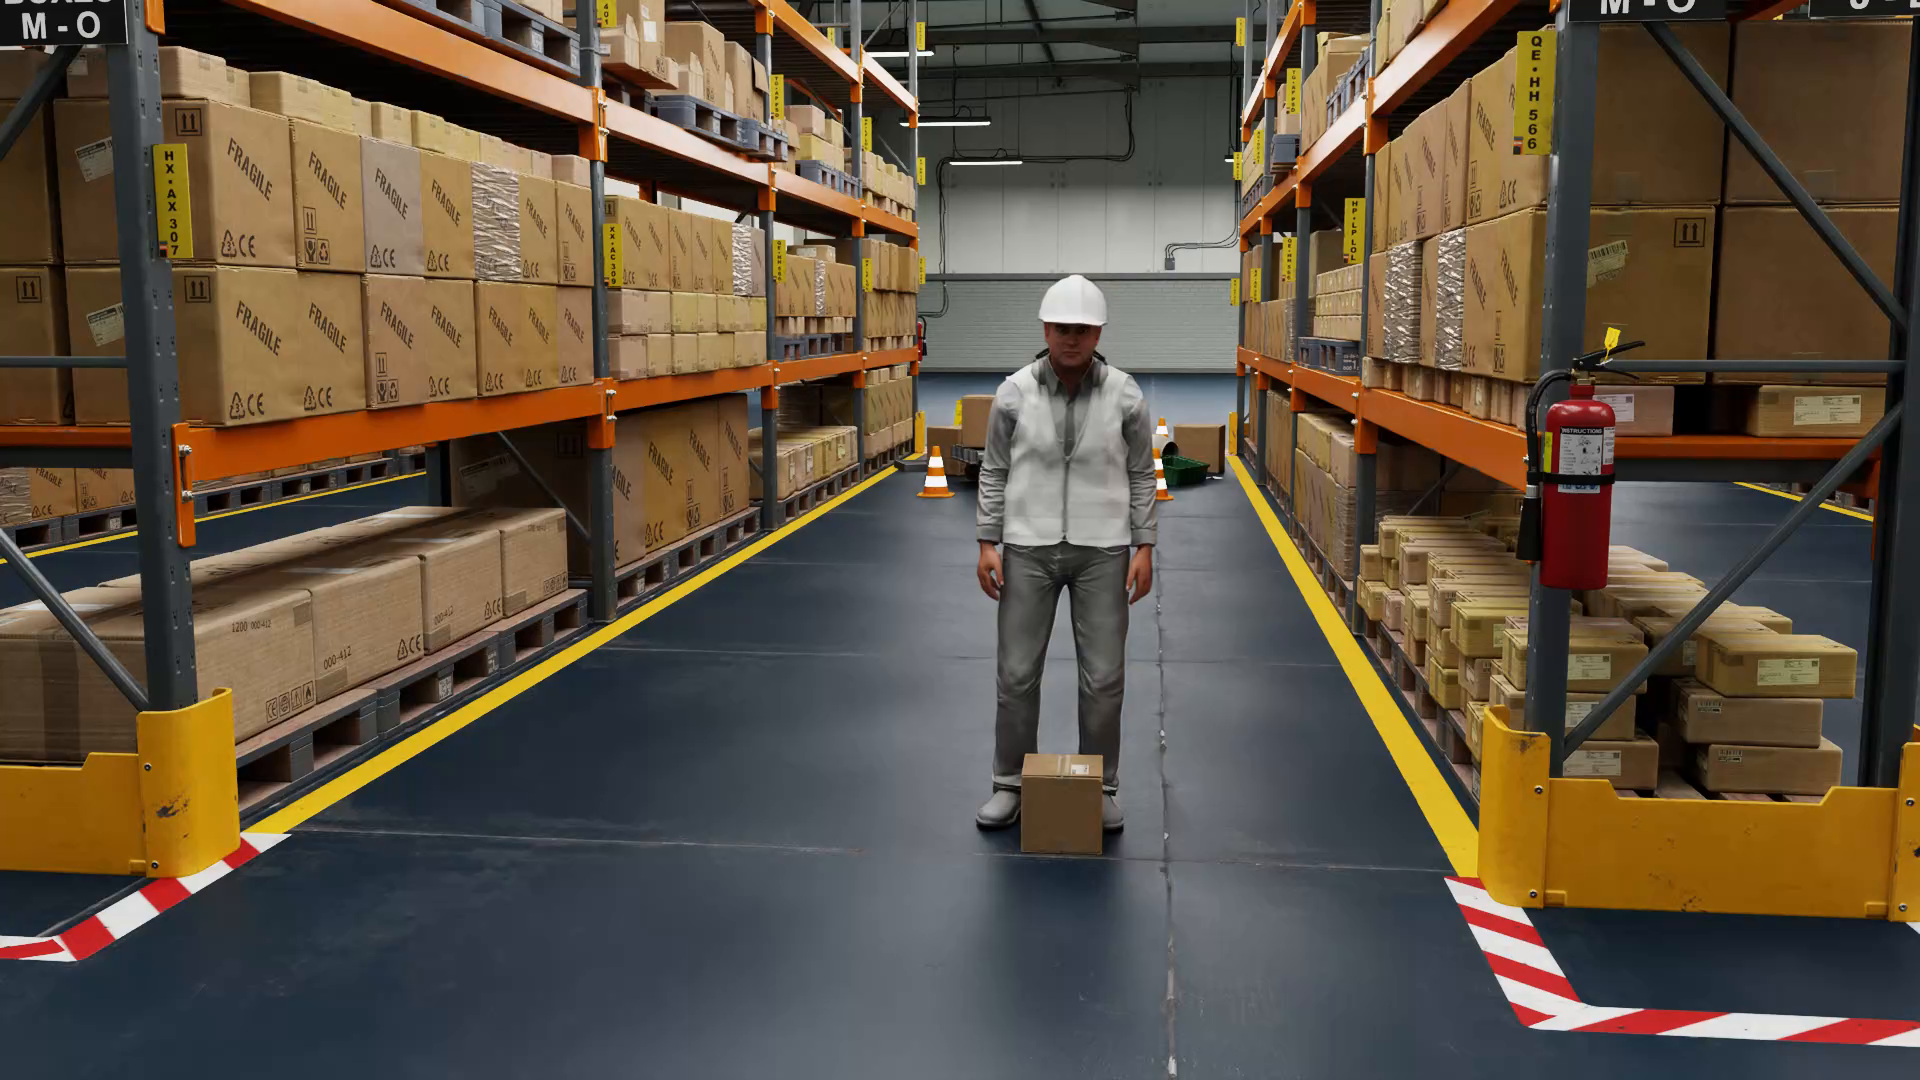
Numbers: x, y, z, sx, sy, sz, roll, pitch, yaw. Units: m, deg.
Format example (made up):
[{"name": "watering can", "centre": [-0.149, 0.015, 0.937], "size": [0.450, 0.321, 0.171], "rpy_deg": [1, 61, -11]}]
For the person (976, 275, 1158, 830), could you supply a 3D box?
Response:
[{"name": "person", "centre": [0.344, 0.041, 5.380], "size": [0.585, 1.771, 0.466], "rpy_deg": [1, 8, 5]}]
